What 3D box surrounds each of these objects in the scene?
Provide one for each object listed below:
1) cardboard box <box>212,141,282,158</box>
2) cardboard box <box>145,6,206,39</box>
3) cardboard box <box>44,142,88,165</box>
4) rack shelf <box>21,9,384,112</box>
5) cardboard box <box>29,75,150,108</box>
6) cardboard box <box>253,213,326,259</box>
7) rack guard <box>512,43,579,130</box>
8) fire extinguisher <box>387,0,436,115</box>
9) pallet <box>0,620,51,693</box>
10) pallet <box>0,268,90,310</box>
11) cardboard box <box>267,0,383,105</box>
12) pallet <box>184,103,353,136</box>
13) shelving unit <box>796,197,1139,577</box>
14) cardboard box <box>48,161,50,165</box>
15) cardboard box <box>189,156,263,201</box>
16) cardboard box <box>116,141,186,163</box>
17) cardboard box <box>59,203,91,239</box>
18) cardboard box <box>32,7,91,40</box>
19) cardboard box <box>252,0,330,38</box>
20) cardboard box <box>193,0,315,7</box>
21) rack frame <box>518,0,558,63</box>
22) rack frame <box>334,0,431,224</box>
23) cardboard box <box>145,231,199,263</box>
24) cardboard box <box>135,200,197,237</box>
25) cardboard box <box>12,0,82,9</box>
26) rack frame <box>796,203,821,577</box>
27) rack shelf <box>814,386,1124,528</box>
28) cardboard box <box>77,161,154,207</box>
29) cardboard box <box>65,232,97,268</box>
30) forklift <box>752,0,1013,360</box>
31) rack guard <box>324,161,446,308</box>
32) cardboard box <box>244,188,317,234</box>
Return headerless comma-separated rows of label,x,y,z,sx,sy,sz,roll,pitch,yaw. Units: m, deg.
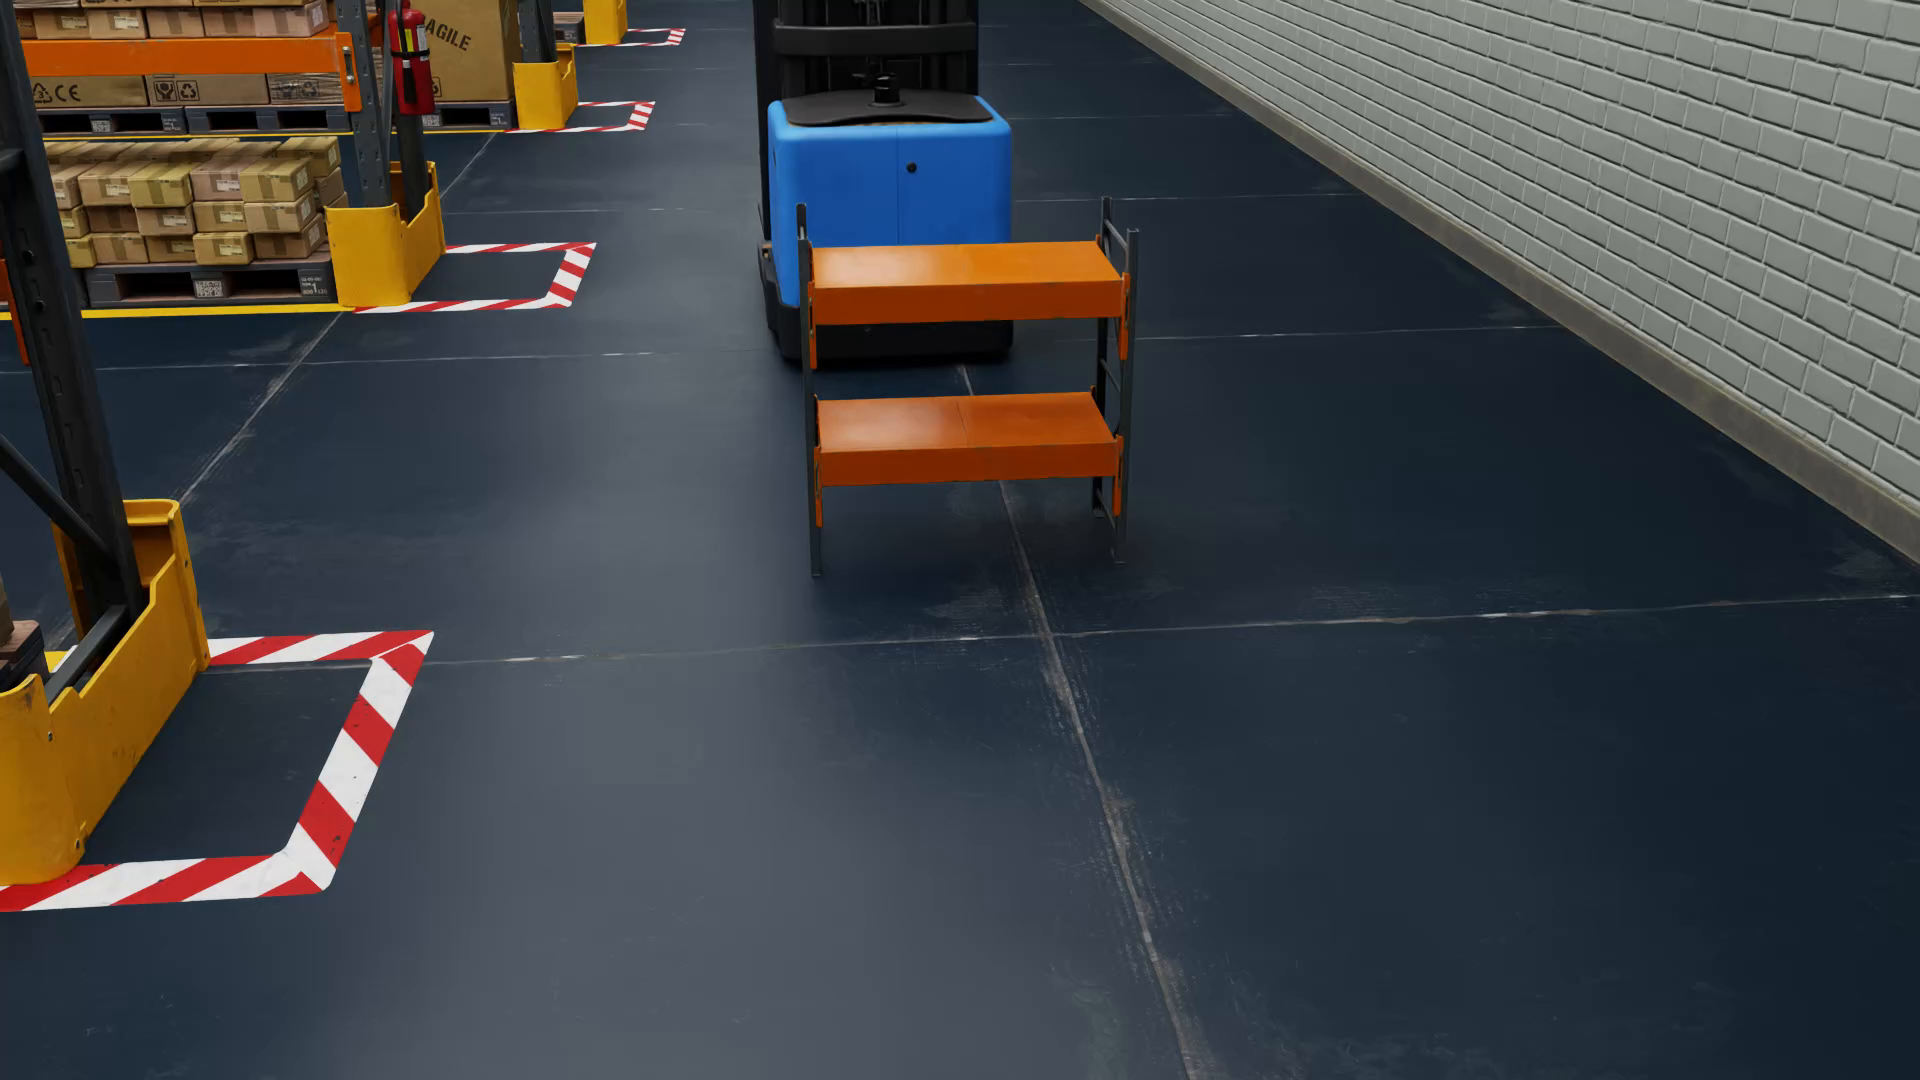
cardboard box,-3.773,-2.005,8.827,0.250,0.149,0.380,-2,24,-4
cardboard box,-3.751,-2.534,8.067,0.250,0.149,0.380,-3,24,-6
cardboard box,-4.818,-2.004,8.825,0.250,0.149,0.380,-2,24,-4
rack shelf,-4.946,-2.378,8.293,4.000,0.370,1.077,-2,24,-5
cardboard box,-6.658,-3.851,12.820,0.875,0.875,0.875,-2,24,-5
cardboard box,-3.459,-1.571,8.584,0.250,0.149,0.380,-2,24,-4
rack guard,-3.318,-3.654,13.356,0.348,0.500,1.175,-2,24,-5
fire extinguisher,-2.659,-2.405,8.021,0.183,0.674,0.296,-2,24,-5
pallet,-3.156,0.548,4.258,1.213,0.211,1.003,-2,24,-5
pallet,-5.054,-1.444,8.739,1.213,0.211,1.003,-2,24,-5
cardboard box,-4.877,-3.922,12.981,0.875,0.875,0.875,-2,24,-5
pallet,-5.342,-3.410,13.163,1.213,0.211,1.003,-2,24,-5
shelving unit,0.007,-0.514,5.522,1.048,1.125,0.538,-2,24,-5
cardboard box,-4.757,-1.792,8.349,0.250,0.149,0.380,-3,24,-7
cardboard box,-3.713,-1.837,8.451,0.250,0.149,0.380,-2,24,-4
cardboard box,-4.275,-2.003,8.824,0.250,0.149,0.380,-3,24,-8
cardboard box,-4.483,-1.628,8.347,0.250,0.149,0.380,-2,24,-4
cardboard box,-4.268,-2.516,8.026,0.250,0.149,0.380,-3,24,-7
cardboard box,-3.252,-2.545,8.091,0.250,0.149,0.380,-2,24,-5
cardboard box,-3.377,-2.846,7.972,0.500,0.500,0.500,-2,24,-4
rack frame,-3.342,-4.796,12.846,0.127,3.000,1.000,-2,24,-5
rack frame,-2.955,-2.787,8.327,0.127,3.000,1.000,-2,24,-5
cardboard box,-3.976,-1.544,8.523,0.250,0.149,0.380,-2,24,-5
cardboard box,-3.969,-1.654,8.405,0.250,0.149,0.380,-3,24,-7
cardboard box,-4.394,-2.804,7.876,0.500,0.500,0.500,-2,24,-5
rack frame,-0.499,-0.494,5.476,0.032,1.125,0.500,-2,24,-5
rack shelf,0.007,-0.291,5.621,1.000,0.278,0.538,-2,24,-5
cardboard box,-4.222,-1.791,8.347,0.250,0.149,0.380,-3,24,-7
cardboard box,-4.468,-1.493,8.409,0.250,0.149,0.380,-3,24,-8
forklift,-0.491,-2.705,8.226,1.130,2.935,3.031,-4,24,-8
rack guard,-3.031,-1.642,8.828,0.348,0.500,1.175,-2,24,-5
cardboard box,-3.452,-1.675,8.453,0.250,0.149,0.380,-3,24,-7
